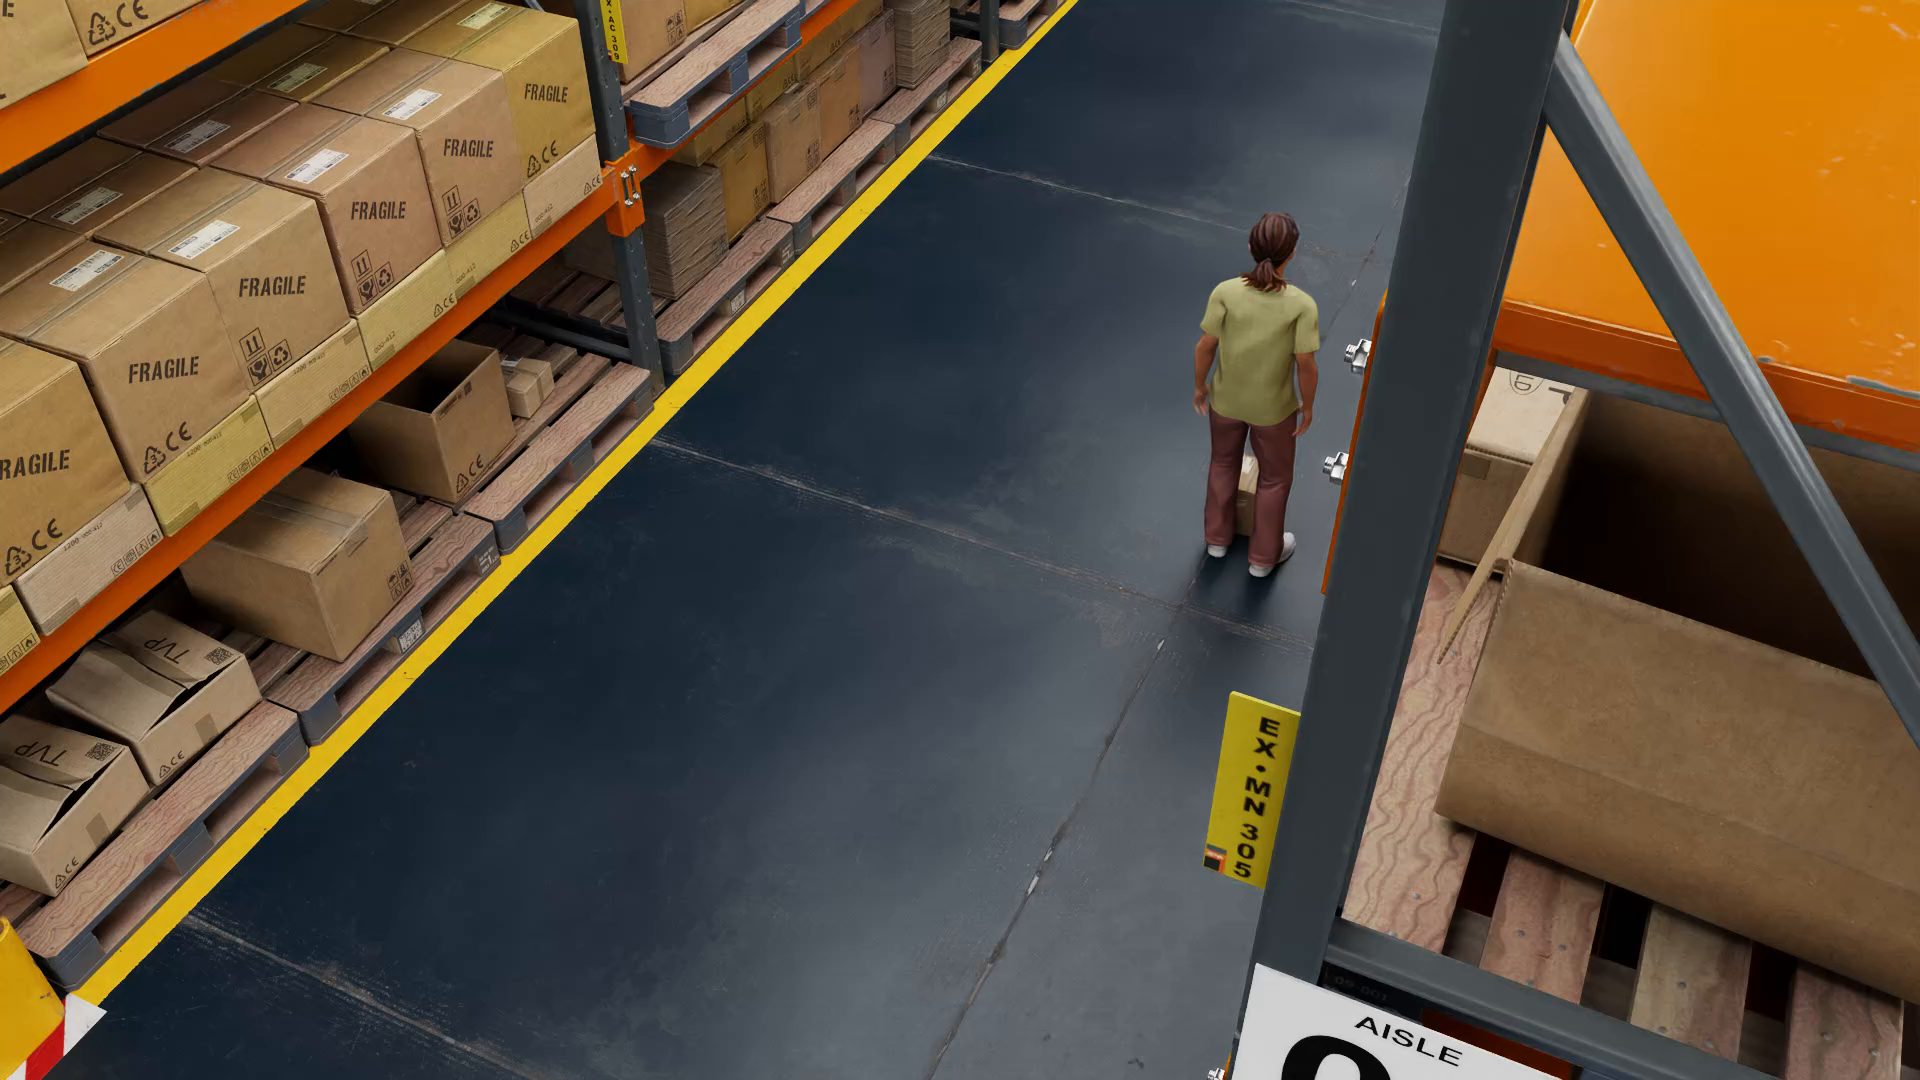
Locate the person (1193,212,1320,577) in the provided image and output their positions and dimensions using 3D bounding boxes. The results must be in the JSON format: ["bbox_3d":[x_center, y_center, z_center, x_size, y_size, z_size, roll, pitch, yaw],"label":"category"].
[{"bbox_3d":[1.211,-0.584,6.808,0.510,1.671,0.416,15,44,16],"label":"person"}]
